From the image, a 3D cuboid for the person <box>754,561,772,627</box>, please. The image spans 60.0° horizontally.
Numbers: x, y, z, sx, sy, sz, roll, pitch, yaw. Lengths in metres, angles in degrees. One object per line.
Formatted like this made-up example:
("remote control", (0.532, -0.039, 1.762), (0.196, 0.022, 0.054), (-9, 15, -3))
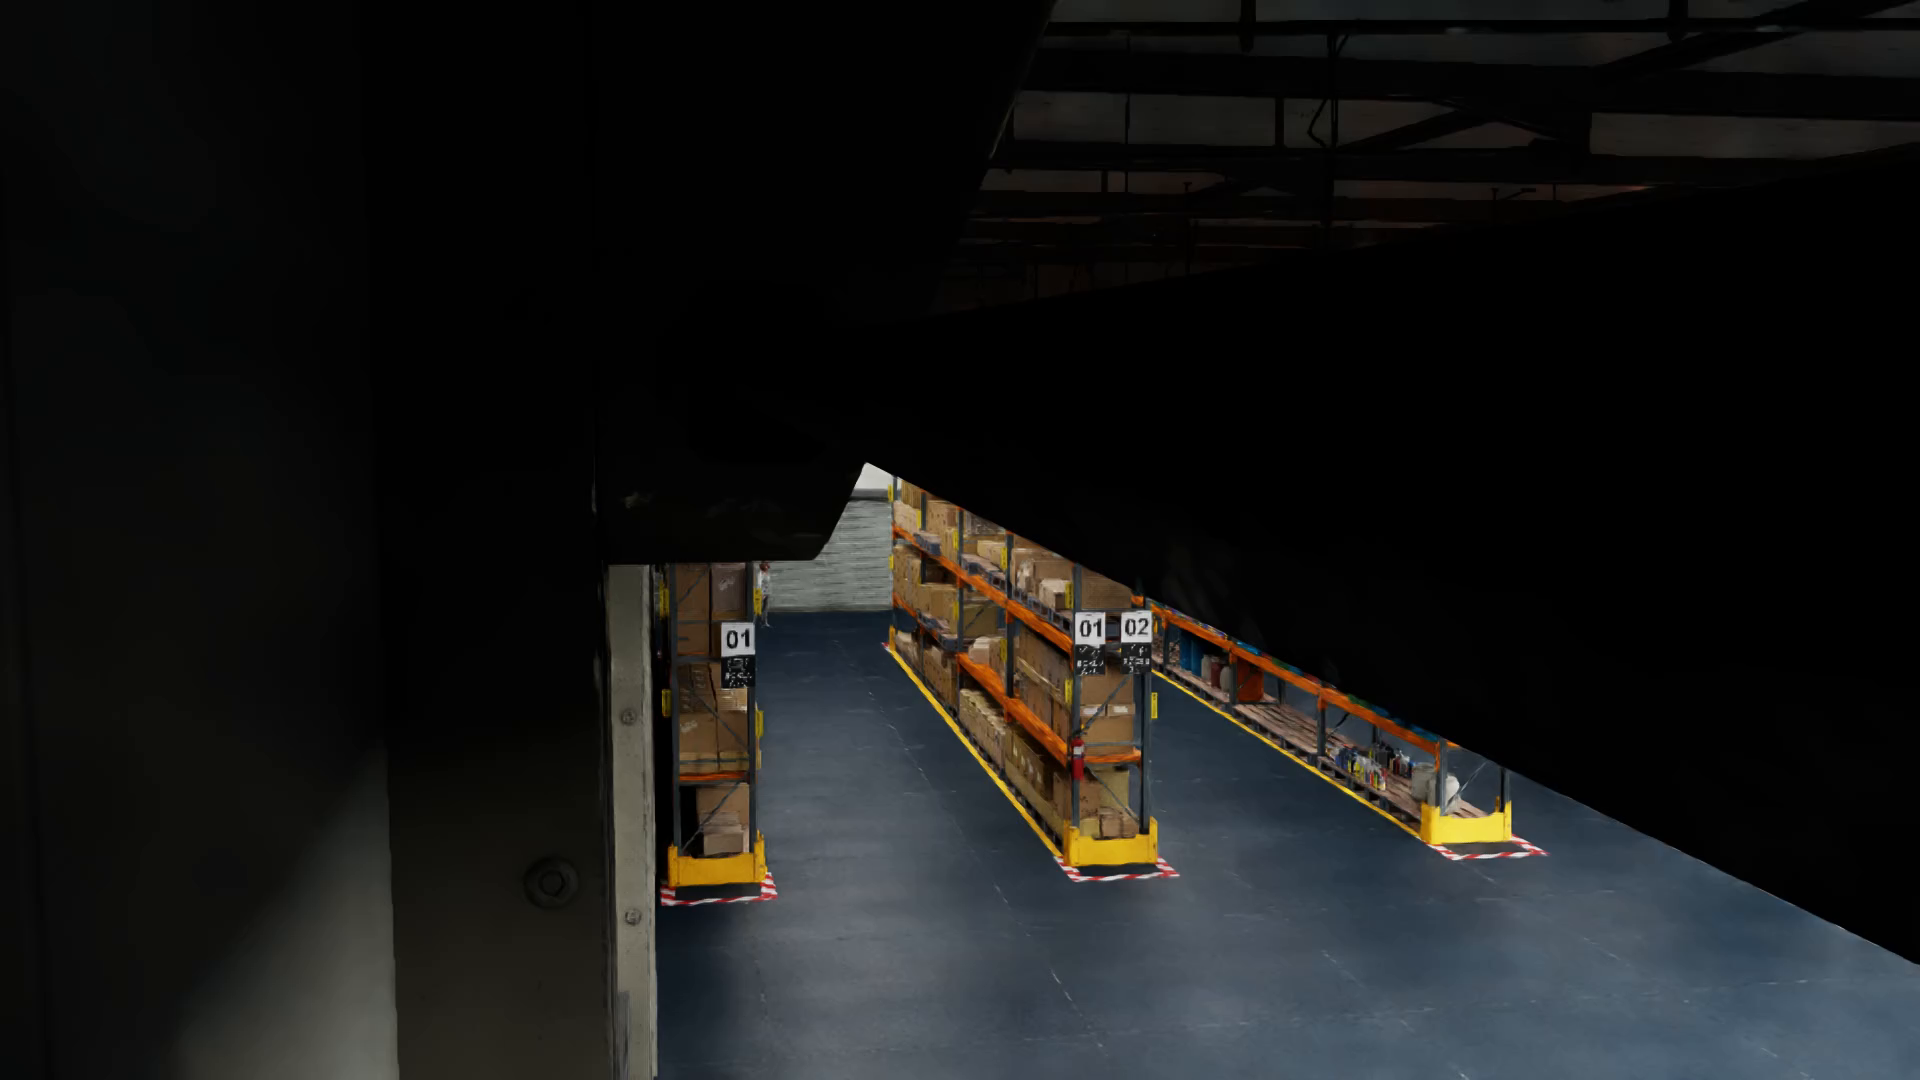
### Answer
("person", (-4.746, 1.291, 39.365), (0.438, 1.588, 0.593), (4, 7, 31))
